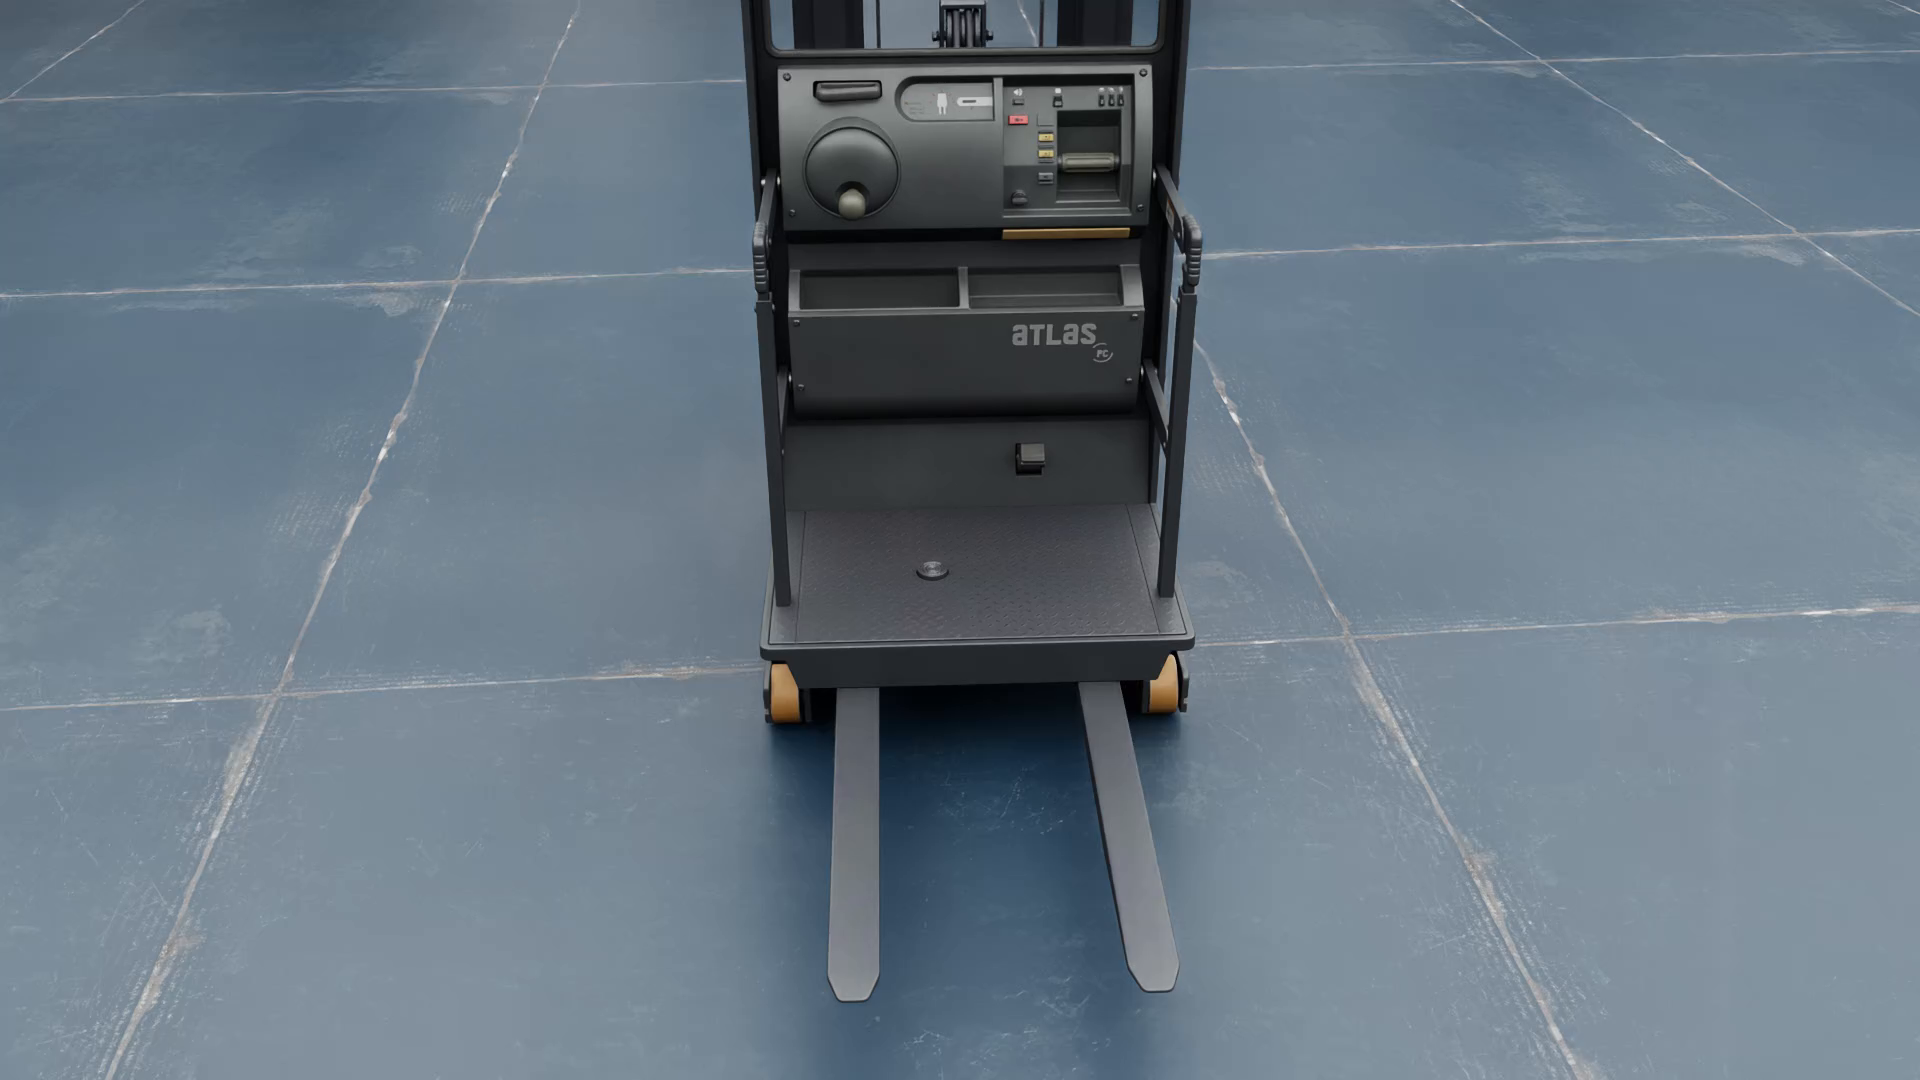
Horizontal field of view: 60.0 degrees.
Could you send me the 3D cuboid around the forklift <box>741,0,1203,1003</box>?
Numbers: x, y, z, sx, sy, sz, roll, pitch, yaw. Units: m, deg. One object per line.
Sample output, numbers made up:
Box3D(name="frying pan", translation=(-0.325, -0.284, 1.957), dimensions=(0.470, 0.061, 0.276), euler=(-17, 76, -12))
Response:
Box3D(name="forklift", translation=(0.027, -0.938, 3.962), dimensions=(1.130, 2.935, 3.031), euler=(-1, 31, -2))
